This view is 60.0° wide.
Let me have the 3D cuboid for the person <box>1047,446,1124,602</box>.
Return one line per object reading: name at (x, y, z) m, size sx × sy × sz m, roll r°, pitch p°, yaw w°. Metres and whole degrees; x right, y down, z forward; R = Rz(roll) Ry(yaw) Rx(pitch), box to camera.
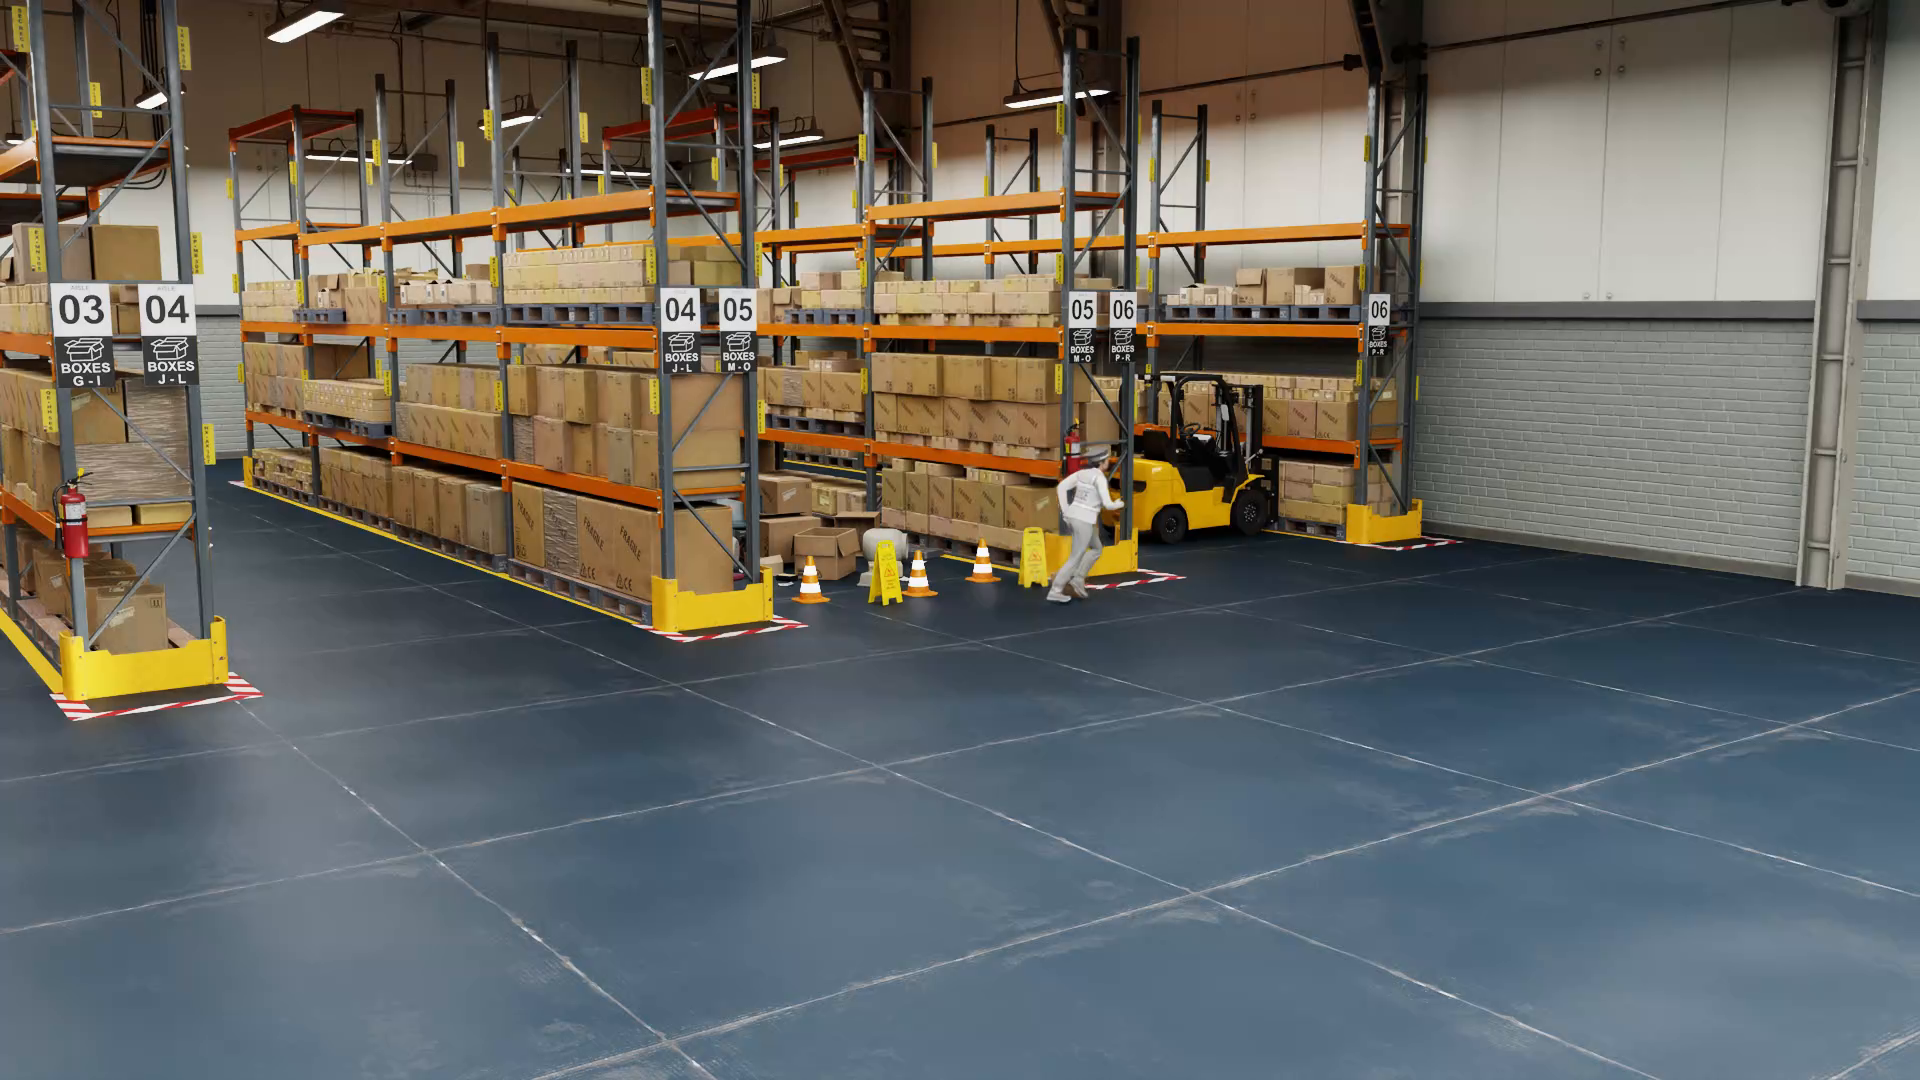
person at (1.289, -0.163, 17.146) m, size 0.874 × 1.611 × 0.614 m, roll -3°, pitch 9°, yaw -23°
